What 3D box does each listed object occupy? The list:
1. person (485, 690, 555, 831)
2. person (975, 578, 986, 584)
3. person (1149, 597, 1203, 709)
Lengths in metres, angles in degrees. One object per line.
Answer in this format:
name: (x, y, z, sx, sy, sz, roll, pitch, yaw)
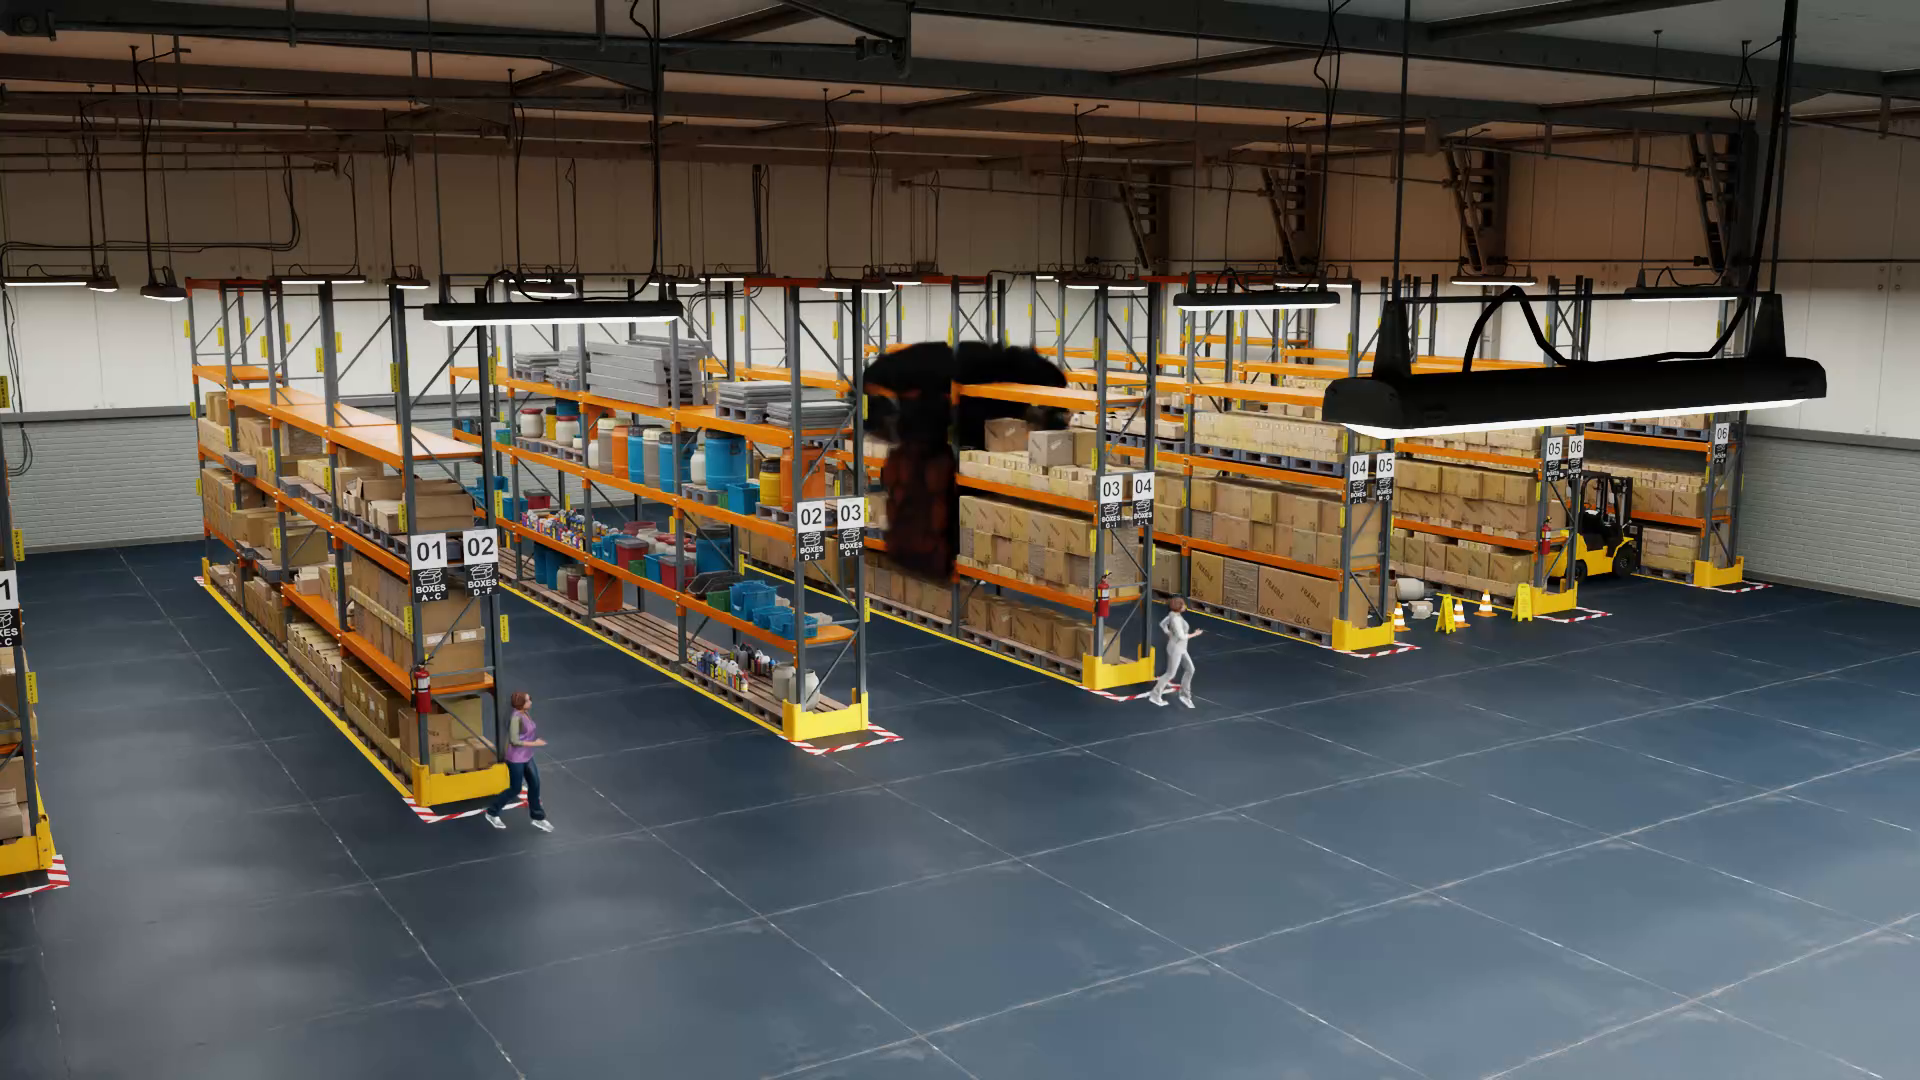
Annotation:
person: (-4.928, 2.470, 18.531, 0.746, 1.638, 0.559, 0, 10, 3)
person: (0.600, 0.074, 32.631, 0.582, 1.622, 0.740, -8, 12, -39)
person: (3.073, 1.610, 23.616, 0.735, 1.646, 0.523, 2, 10, 9)
